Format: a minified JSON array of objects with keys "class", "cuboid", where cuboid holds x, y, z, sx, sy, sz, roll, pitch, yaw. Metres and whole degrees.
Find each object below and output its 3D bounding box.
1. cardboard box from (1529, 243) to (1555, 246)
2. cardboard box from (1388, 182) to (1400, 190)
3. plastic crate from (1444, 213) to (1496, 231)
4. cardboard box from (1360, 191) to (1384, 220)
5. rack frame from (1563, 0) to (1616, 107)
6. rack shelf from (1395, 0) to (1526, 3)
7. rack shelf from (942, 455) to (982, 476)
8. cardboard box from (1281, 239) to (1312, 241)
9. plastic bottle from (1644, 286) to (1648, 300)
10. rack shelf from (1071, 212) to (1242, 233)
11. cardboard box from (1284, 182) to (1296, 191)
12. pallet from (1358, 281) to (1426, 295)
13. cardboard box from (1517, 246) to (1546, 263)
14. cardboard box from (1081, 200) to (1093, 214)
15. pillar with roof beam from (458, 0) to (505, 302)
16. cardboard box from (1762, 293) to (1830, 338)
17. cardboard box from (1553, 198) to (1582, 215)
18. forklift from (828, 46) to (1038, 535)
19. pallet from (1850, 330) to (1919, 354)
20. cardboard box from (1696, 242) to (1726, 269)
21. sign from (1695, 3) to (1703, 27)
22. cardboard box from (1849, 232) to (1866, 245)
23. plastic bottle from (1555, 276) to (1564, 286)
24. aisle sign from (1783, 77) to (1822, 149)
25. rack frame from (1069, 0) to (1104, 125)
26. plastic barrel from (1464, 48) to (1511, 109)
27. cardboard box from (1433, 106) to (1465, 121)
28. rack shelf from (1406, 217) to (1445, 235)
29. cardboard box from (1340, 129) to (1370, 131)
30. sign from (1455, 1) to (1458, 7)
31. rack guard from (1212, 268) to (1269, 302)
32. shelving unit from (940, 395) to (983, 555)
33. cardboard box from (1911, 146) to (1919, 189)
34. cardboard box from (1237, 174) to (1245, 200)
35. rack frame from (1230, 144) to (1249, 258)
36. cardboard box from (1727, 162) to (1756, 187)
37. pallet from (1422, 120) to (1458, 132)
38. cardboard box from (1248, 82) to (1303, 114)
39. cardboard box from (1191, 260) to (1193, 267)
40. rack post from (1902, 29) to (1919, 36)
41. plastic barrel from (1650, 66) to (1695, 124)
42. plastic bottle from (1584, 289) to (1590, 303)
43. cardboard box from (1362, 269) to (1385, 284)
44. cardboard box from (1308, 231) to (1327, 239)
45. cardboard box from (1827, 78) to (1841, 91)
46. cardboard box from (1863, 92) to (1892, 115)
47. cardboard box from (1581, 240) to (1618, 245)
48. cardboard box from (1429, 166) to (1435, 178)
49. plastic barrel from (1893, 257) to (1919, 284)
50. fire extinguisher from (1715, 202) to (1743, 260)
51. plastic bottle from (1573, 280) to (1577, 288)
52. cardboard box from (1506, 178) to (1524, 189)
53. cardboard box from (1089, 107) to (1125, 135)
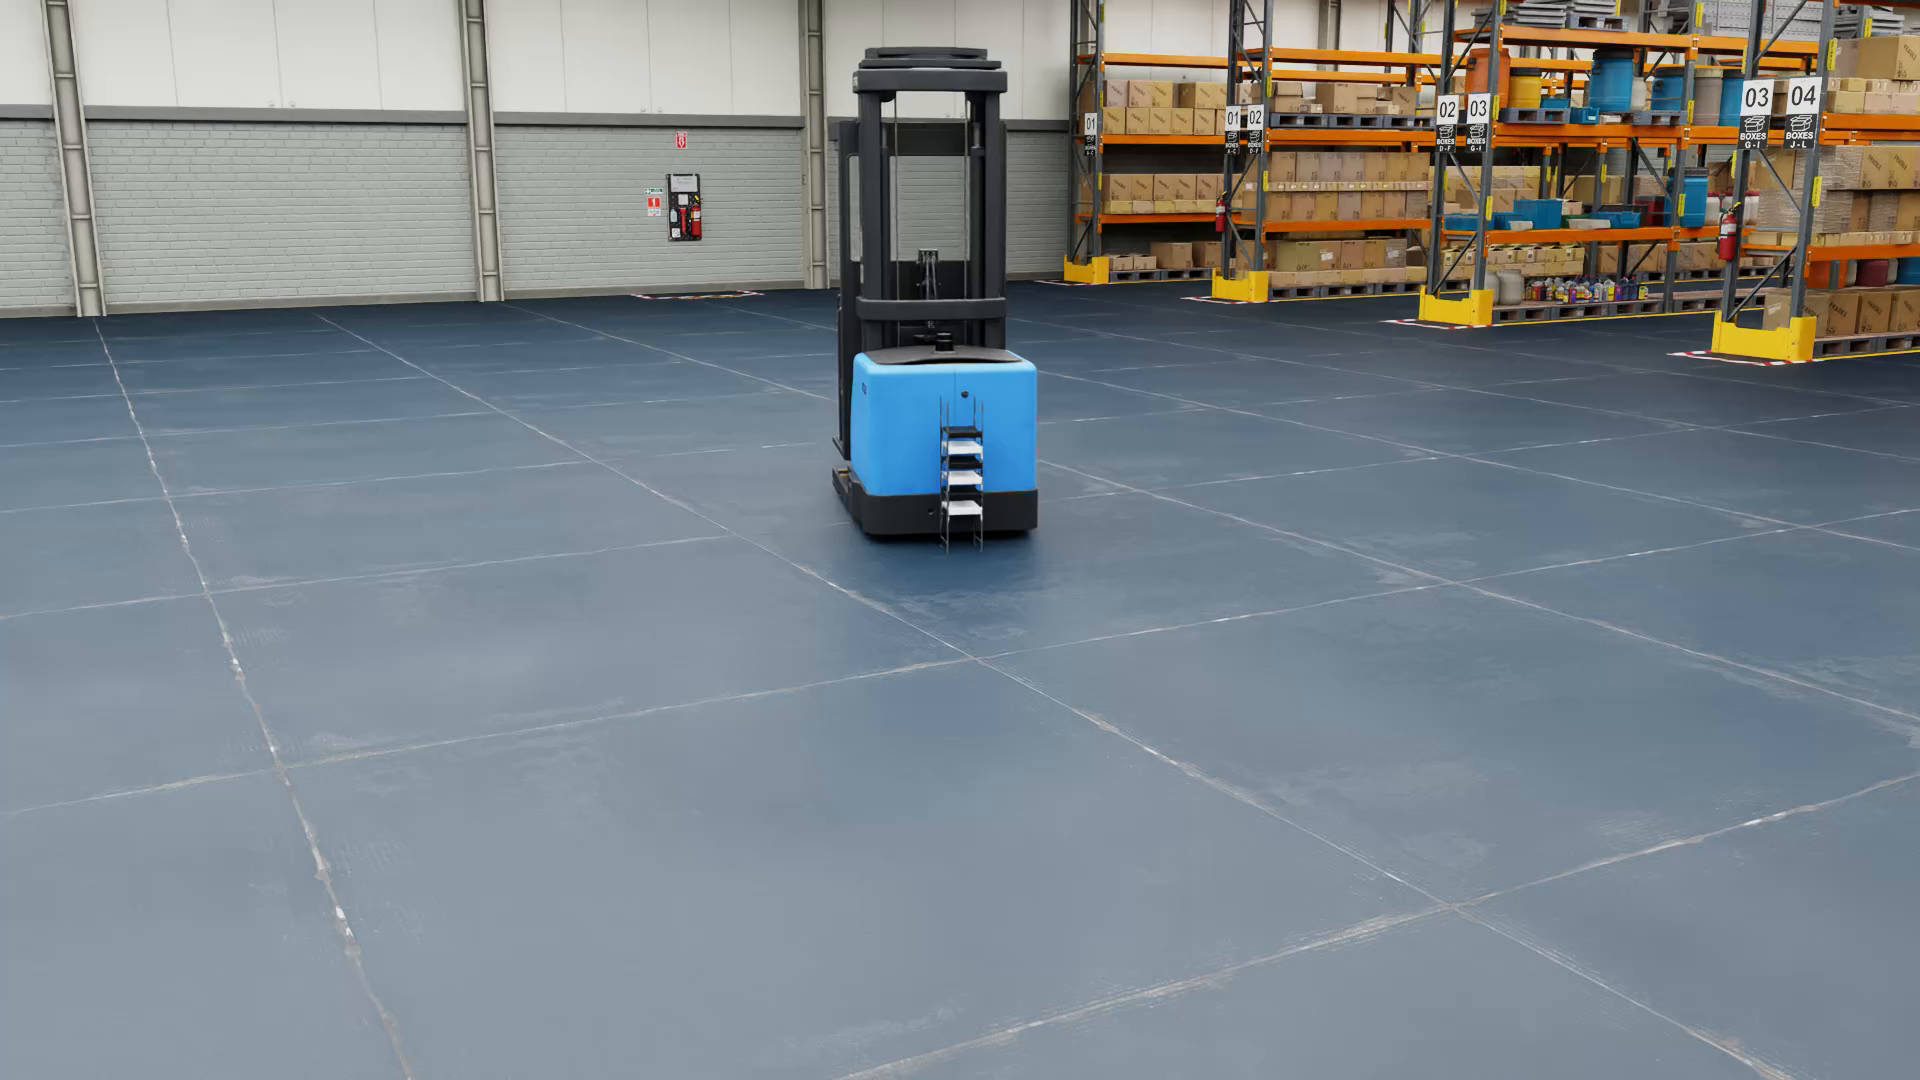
[{"class":"cardboard box","cuboid":[11.206,-5.554,31.986,0.500,0.311,0.500,-6,14,-26]},{"class":"cardboard box","cuboid":[7.482,-6.209,29.161,0.250,0.149,0.380,-7,14,-28]},{"class":"plastic crate","cuboid":[7.450,-4.657,24.309,0.616,0.251,0.499,-7,14,-28]},{"class":"cardboard box","cuboid":[7.007,-5.887,29.209,0.500,0.500,0.700,-7,14,-27]},{"class":"rack frame","cuboid":[11.806,-9.343,31.127,0.127,3.000,1.000,-7,14,-28]},{"class":"rack shelf","cuboid":[11.185,-11.778,36.016,4.000,0.370,1.077,-7,14,-28]},{"class":"rack shelf","cuboid":[0.008,-0.438,9.748,0.200,0.077,0.258,-2,13,-11]},{"class":"cardboard box","cuboid":[5.983,-5.025,29.205,0.500,0.500,0.500,-7,14,-28]},{"class":"plastic bottle","cuboid":[10.496,-3.791,25.495,0.097,0.201,0.097,0,13,0]},{"class":"rack shelf","cuboid":[4.163,-6.388,33.300,4.000,0.370,1.077,-7,14,-28]},{"class":"cardboard box","cuboid":[5.462,-5.968,28.089,0.250,0.149,0.380,-7,15,-29]},{"class":"pallet","cuboid":[7.577,-4.559,29.886,1.213,0.211,1.003,-7,14,-28]},{"class":"cardboard box","cuboid":[10.567,-5.342,31.042,0.500,0.311,0.500,-7,14,-28]},{"class":"cardboard box","cuboid":[2.725,-6.552,32.685,0.500,0.250,0.500,-7,14,-27]},{"class":"pillar with roof beam","cuboid":[-5.863,-7.604,23.400,0.400,9.000,9.100,-7,14,-28]},{"class":"cardboard box","cuboid":[10.084,-2.713,20.067,0.500,0.500,0.500,-4,13,-17]},{"class":"cardboard box","cuboid":[11.466,-6.342,31.663,0.500,0.311,0.500,-6,14,-24]},{"class":"forklift","cuboid":[-0.284,-1.732,11.131,1.130,2.935,3.031,-2,13,-10]},{"class":"pallet","cuboid":[11.394,-2.518,20.819,1.213,0.211,1.003,-7,14,-28]},{"class":"cardboard box","cuboid":[15.021,-5.725,33.406,0.500,0.500,0.500,-7,14,-28]},{"class":"sign","cuboid":[10.919,-7.758,24.560,0.005,0.325,0.100,-7,14,-28]},{"class":"cardboard box","cuboid":[10.557,-3.603,19.857,0.250,0.149,0.380,-7,14,-28]},{"class":"plastic bottle","cuboid":[9.219,-3.893,25.606,0.185,0.351,0.144,-7,14,-28]},{"class":"aisle sign","cuboid":[9.617,-4.869,18.990,0.004,0.787,0.394,-7,14,-28]},{"class":"rack frame","cuboid":[2.407,-9.455,31.627,0.127,3.000,1.000,-7,14,-28]},{"class":"plastic barrel","cuboid":[7.520,-6.573,23.716,0.708,0.830,0.600,-7,14,-28]},{"class":"cardboard box","cuboid":[8.841,-7.653,29.837,0.500,0.250,0.500,-5,14,-22]},{"class":"rack shelf","cuboid":[10.051,-5.854,30.930,4.000,0.370,1.077,-7,14,-28]},{"class":"cardboard box","cuboid":[8.247,-8.775,35.156,0.637,0.503,0.797,-5,14,-20]},{"class":"sign","cuboid":[8.540,-9.345,28.650,0.005,0.325,0.100,-7,14,-28]},{"class":"rack guard","cuboid":[4.763,-4.352,28.309,0.348,0.500,1.175,-7,14,-28]},{"class":"shelving unit","cuboid":[0.008,-0.383,9.761,0.210,0.900,0.258,-2,13,-11]},{"class":"cardboard box","cuboid":[11.457,-4.510,20.133,0.500,0.500,0.500,-7,14,-28]},{"class":"cardboard box","cuboid":[5.652,-7.142,33.602,0.500,0.500,0.500,-7,14,-28]},{"class":"rack frame","cuboid":[5.918,-6.949,34.156,0.127,3.000,1.000,-7,14,-28]},{"class":"cardboard box","cuboid":[15.865,-7.369,33.514,0.500,0.500,0.500,-6,14,-26]},{"class":"pallet","cuboid":[9.063,-7.460,30.031,1.217,0.209,0.805,-8,15,-30]},{"class":"cardboard box","cuboid":[5.291,-7.421,27.909,0.637,0.503,0.797,-6,14,-24]},{"class":"cardboard box","cuboid":[4.505,-5.609,33.690,0.250,0.149,0.380,-8,15,-32]},{"class":"rack post","cuboid":[15.972,-8.327,27.753,0.954,0.300,0.937,-5,14,-22]},{"class":"plastic barrel","cuboid":[11.008,-6.843,25.712,0.708,0.901,0.600,-7,14,-28]},{"class":"plastic bottle","cuboid":[9.371,-3.656,24.895,0.097,0.201,0.097,0,13,0]},{"class":"cardboard box","cuboid":[7.117,-4.661,29.296,0.500,0.250,0.500,-7,14,-28]},{"class":"cardboard box","cuboid":[7.396,-6.493,35.113,0.500,0.250,0.500,-7,15,-29]},{"class":"cardboard box","cuboid":[9.880,-5.234,19.135,0.250,0.149,0.380,-7,14,-28]},{"class":"cardboard box","cuboid":[10.524,-5.111,19.499,0.500,0.250,0.500,-7,15,-29]},{"class":"cardboard box","cuboid":[12.562,-5.927,32.598,0.500,0.250,0.500,-6,14,-26]},{"class":"cardboard box","cuboid":[9.977,-7.941,35.903,0.500,0.250,0.500,-6,14,-27]},{"class":"plastic barrel","cuboid":[16.580,-4.934,29.026,0.708,0.901,0.600,-7,14,-28]},{"class":"fire extinguisher","cuboid":[9.206,-3.704,19.911,0.183,0.674,0.296,-7,14,-28]},{"class":"plastic bottle","cuboid":[9.481,-3.876,25.713,0.097,0.271,0.097,0,13,0]},{"class":"cardboard box","cuboid":[12.213,-7.842,37.171,0.500,0.500,0.500,-7,14,-27]},{"class":"cardboard box","cuboid":[2.821,-8.037,31.886,0.500,0.500,0.500,-6,14,-26]}]
